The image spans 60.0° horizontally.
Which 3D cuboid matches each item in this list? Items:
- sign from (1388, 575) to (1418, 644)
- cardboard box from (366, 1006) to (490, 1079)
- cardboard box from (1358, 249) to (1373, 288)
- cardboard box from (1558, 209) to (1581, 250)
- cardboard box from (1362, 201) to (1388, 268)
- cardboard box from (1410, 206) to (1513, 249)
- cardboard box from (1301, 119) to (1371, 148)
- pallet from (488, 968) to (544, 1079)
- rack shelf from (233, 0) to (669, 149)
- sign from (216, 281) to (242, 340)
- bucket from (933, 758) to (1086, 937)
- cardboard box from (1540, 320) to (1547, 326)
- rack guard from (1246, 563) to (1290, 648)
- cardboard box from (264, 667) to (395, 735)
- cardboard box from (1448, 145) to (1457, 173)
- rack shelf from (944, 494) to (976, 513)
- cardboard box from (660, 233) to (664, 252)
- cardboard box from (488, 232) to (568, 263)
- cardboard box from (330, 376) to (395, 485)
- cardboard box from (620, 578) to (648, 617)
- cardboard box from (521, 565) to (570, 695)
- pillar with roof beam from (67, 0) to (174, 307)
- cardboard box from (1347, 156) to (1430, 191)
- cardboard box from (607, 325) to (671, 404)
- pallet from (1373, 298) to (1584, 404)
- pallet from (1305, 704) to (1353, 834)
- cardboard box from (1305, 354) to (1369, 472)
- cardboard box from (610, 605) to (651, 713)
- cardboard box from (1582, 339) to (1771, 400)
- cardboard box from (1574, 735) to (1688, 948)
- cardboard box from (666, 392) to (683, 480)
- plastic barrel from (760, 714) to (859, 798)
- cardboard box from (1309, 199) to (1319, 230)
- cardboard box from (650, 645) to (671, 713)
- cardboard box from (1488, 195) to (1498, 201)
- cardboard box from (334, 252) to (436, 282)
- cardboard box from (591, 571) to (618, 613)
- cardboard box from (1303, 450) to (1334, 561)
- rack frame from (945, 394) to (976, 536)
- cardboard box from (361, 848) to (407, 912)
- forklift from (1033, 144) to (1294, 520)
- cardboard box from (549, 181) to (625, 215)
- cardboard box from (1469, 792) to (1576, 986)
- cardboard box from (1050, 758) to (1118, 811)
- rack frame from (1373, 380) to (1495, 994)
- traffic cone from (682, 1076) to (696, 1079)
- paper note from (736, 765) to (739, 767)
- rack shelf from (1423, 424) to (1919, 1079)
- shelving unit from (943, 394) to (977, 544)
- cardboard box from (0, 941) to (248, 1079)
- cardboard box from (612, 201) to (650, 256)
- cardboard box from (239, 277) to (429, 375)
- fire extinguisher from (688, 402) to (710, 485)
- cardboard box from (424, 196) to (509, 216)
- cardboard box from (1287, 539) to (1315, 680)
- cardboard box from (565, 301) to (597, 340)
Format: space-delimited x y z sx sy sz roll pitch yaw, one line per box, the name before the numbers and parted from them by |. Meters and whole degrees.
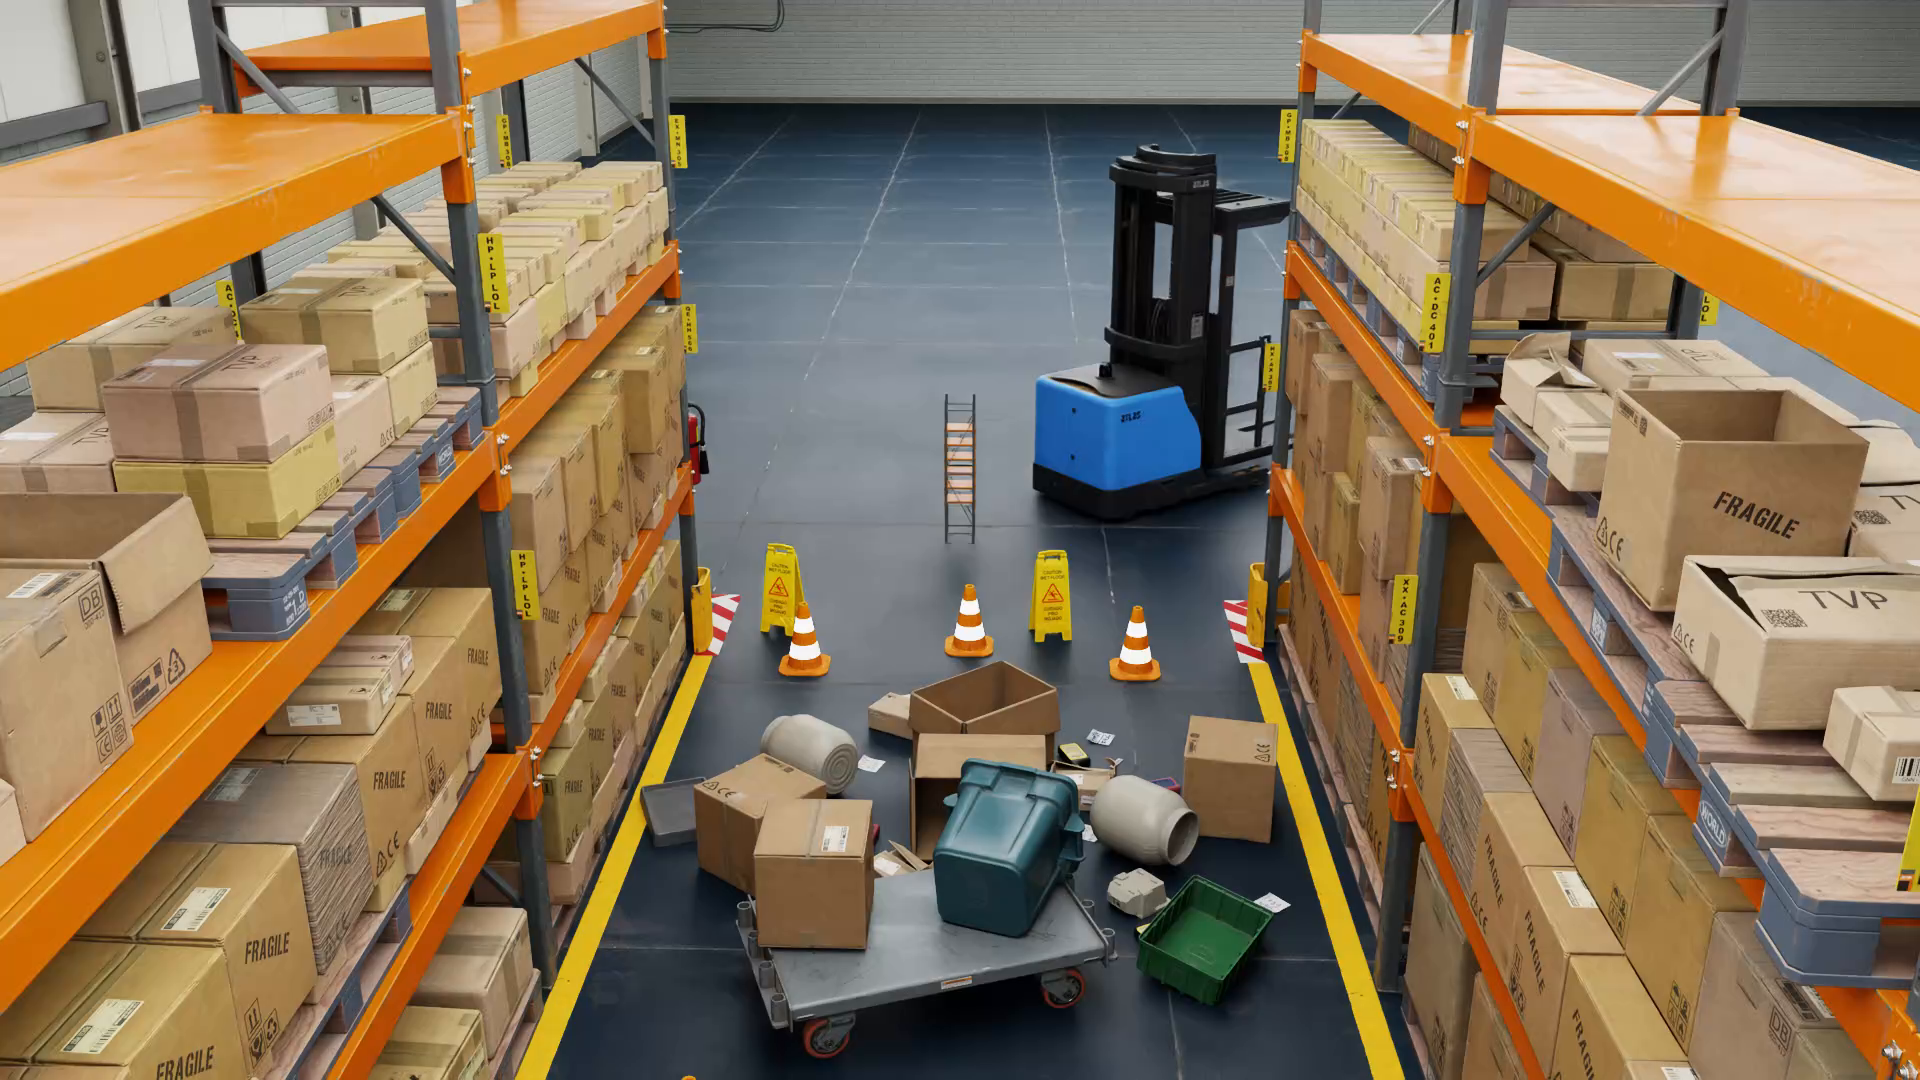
sign | 1.943 0.306 7.287 0.100 0.325 0.005 1 21 2
cardboard box | -2.485 2.213 6.731 0.950 0.372 0.625 2 21 5
cardboard box | 2.226 -1.367 8.388 0.380 0.149 0.250 0 21 1
cardboard box | 2.855 -1.364 7.276 0.380 0.149 0.250 0 21 1
cardboard box | 2.289 -1.502 8.184 0.500 0.250 0.500 0 21 1
cardboard box | 2.198 -1.370 7.294 0.380 0.149 0.250 1 21 1
cardboard box | 2.291 -2.472 10.134 0.380 0.149 0.250 1 21 2
pallet | -2.476 2.316 7.269 1.003 0.211 1.213 1 21 2
rack shelf | -2.393 -2.449 8.399 1.077 0.370 4.000 1 21 2
sign | -2.996 -0.908 6.862 0.100 0.325 0.005 1 21 2
bucket | 0.197 1.495 7.953 0.726 0.611 0.620 8 33 20
cardboard box | 2.863 -1.083 7.656 0.380 0.149 0.250 1 21 2
rack guard | 2.620 0.463 11.646 1.175 0.500 0.348 1 21 2
cardboard box | -2.235 0.569 5.889 0.380 0.149 0.250 0 21 -1
cardboard box | 2.916 -2.097 9.167 0.380 0.149 0.250 1 21 2
rack shelf | 0.000 -0.299 13.428 0.258 0.103 0.180 1 21 2
cardboard box | -2.063 -1.861 10.380 0.380 0.149 0.250 1 21 2
cardboard box | -2.130 -1.404 8.098 0.380 0.149 0.250 0 21 0
cardboard box | -2.347 -0.394 5.879 0.500 0.250 0.500 1 21 2
cardboard box | -2.060 0.334 9.808 0.380 0.149 0.250 2 21 4
cardboard box | -2.161 0.393 7.820 0.500 0.500 0.500 1 21 1
pillar with roof beam | -3.730 -5.442 15.115 9.100 9.000 0.400 1 21 2
cardboard box | 2.243 -1.920 8.711 0.380 0.149 0.250 1 21 2
cardboard box | -2.152 -0.993 10.011 0.700 0.500 0.500 1 21 2
pallet | 2.533 -0.901 7.679 1.003 0.211 1.213 1 21 2
pallet | 2.633 1.336 9.794 1.003 0.211 1.213 1 21 2
cardboard box | 2.492 -0.733 9.571 0.875 0.550 0.550 1 21 2
cardboard box | -2.130 0.688 9.793 0.500 0.500 0.500 0 21 0
cardboard box | 2.636 -0.562 6.172 0.500 0.250 0.500 1 21 2
cardboard box | 2.442 0.970 5.361 0.700 0.500 0.500 0 21 1
cardboard box | -2.073 -0.698 10.632 0.500 0.500 0.500 0 21 1
plastic barrel | -0.881 1.252 9.716 0.512 0.421 0.421 18 27 38
cardboard box | 2.273 -1.915 9.799 0.380 0.149 0.250 1 21 2
cardboard box | -2.111 0.856 10.395 0.500 0.250 0.500 1 21 2
cardboard box | 2.835 -1.679 8.640 0.500 0.250 0.500 1 21 2
cardboard box | -2.633 -1.224 7.635 0.380 0.149 0.250 1 21 3
cardboard box | -2.075 0.279 9.012 0.380 0.149 0.250 1 21 2
cardboard box | 2.516 -0.229 9.766 0.875 0.550 0.550 1 21 2
rack frame | 0.003 -0.598 13.411 0.240 1.200 0.006 1 21 2
cardboard box | -2.239 1.213 6.022 0.380 0.149 0.250 1 21 2
forklift | 2.116 -1.942 14.481 3.031 2.935 1.130 -15 26 -34
cardboard box | -2.142 -1.963 9.540 0.380 0.149 0.250 1 21 2
cardboard box | 2.180 1.256 6.007 0.500 0.500 0.500 1 21 1
cardboard box | 0.709 1.385 9.592 0.396 0.266 0.258 4 22 11
rack frame | 2.497 0.752 7.444 1.000 3.000 0.127 1 21 2
traffic cone | -1.092 2.381 6.754 0.336 0.463 0.334 1 21 2
paper note | -1.256 1.375 9.942 0.142 0.019 0.148 -7 22 -17
rack shelf | 2.437 0.412 5.168 1.077 0.370 4.000 1 21 2
shelving unit | 0.000 -0.565 13.325 0.258 1.200 0.189 1 21 2
cardboard box | -2.321 1.451 4.513 0.500 0.500 0.500 2 21 4
cardboard box | -2.108 -1.810 9.695 0.500 0.250 0.500 0 21 1
cardboard box | -2.344 -0.812 6.264 0.500 0.250 0.500 1 21 3
fire extinguisher | -1.868 -0.712 11.325 0.296 0.674 0.183 1 21 2
cardboard box | -2.691 -1.784 9.078 0.380 0.149 0.250 1 21 3
cardboard box | 2.664 0.347 10.846 0.875 0.875 0.875 1 21 2
cardboard box | -2.072 -1.122 8.475 0.380 0.149 0.250 0 21 1
